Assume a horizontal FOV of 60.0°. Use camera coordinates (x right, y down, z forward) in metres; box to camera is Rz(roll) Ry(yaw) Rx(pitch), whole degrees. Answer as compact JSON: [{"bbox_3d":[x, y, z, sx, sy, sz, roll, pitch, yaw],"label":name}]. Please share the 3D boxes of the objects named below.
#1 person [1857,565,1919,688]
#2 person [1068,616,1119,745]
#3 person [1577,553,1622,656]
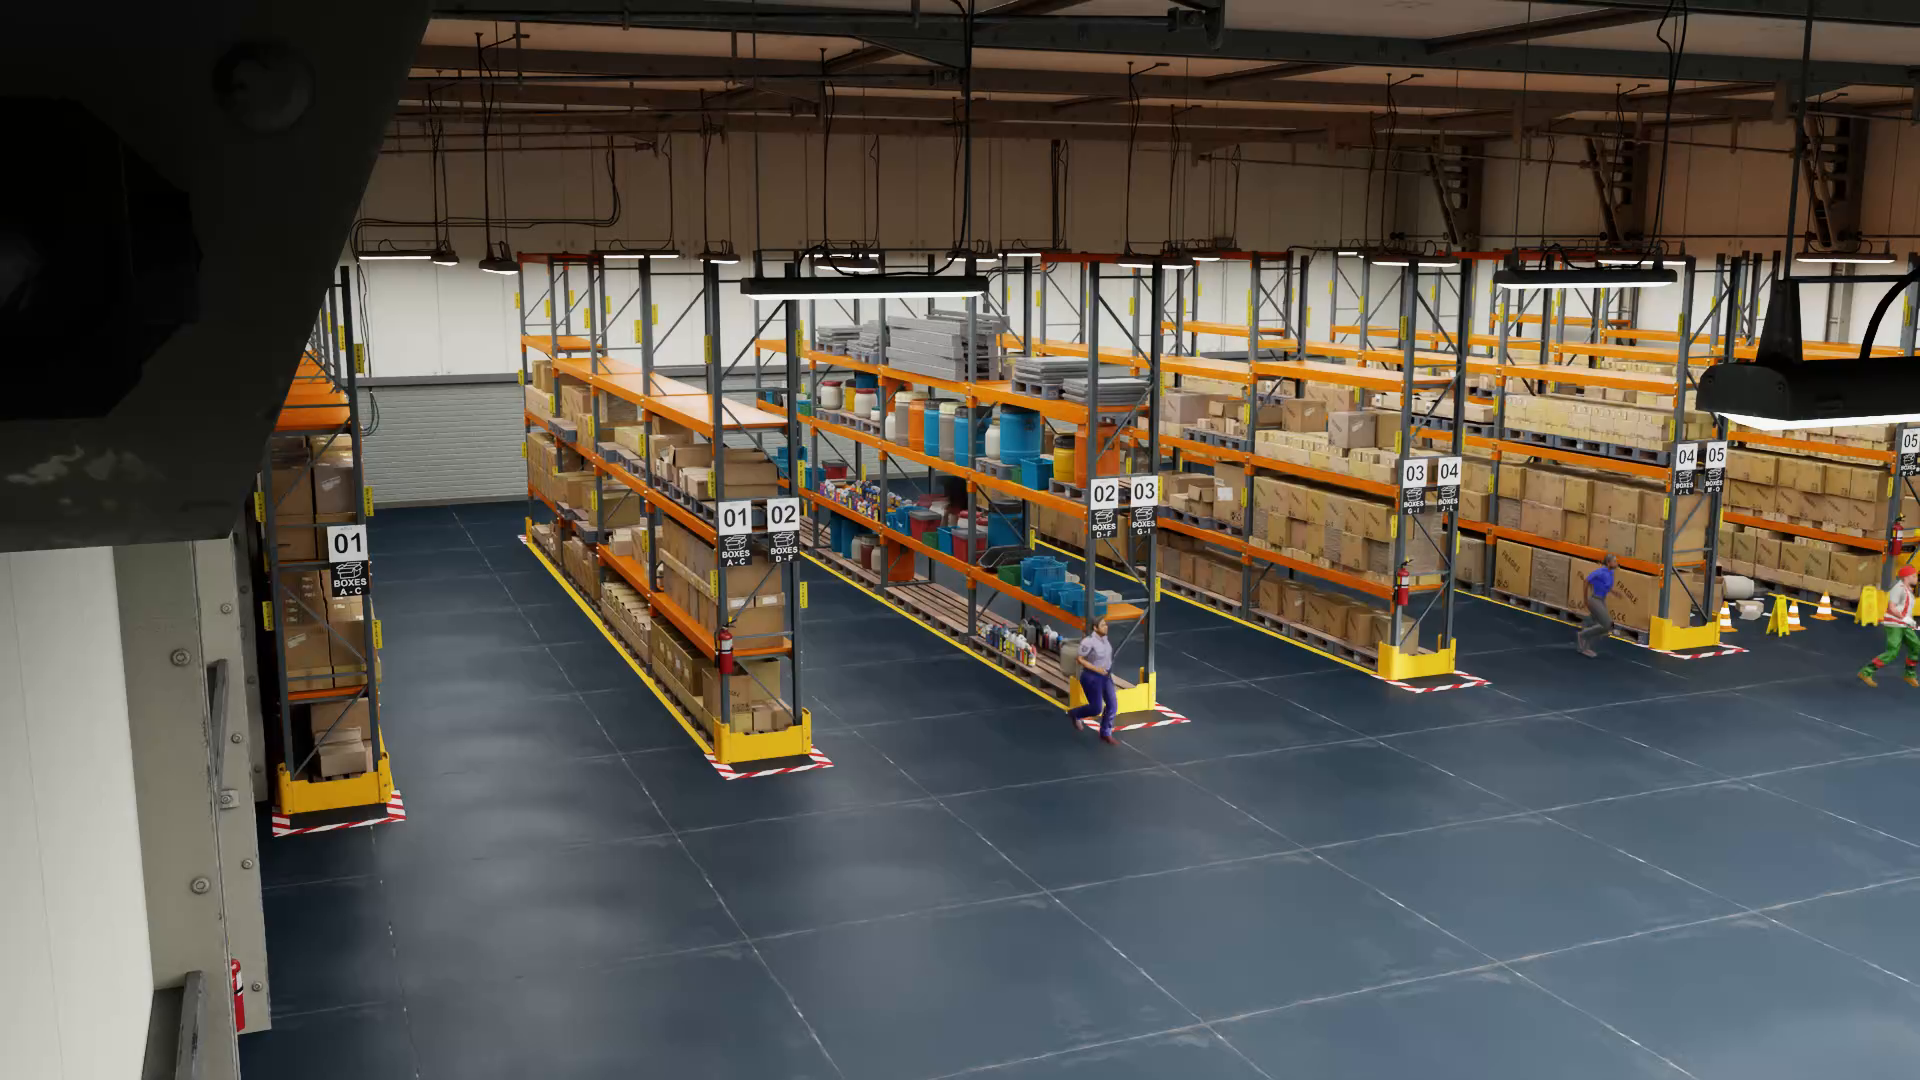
[{"bbox_3d":[13.230,1.235,23.483,0.766,1.775,0.898,8,13,37],"label":"person"},{"bbox_3d":[1.705,1.765,21.022,0.722,1.629,0.644,9,14,41],"label":"person"},{"bbox_3d":[9.738,0.980,25.259,0.598,1.593,0.549,7,13,34],"label":"person"}]
